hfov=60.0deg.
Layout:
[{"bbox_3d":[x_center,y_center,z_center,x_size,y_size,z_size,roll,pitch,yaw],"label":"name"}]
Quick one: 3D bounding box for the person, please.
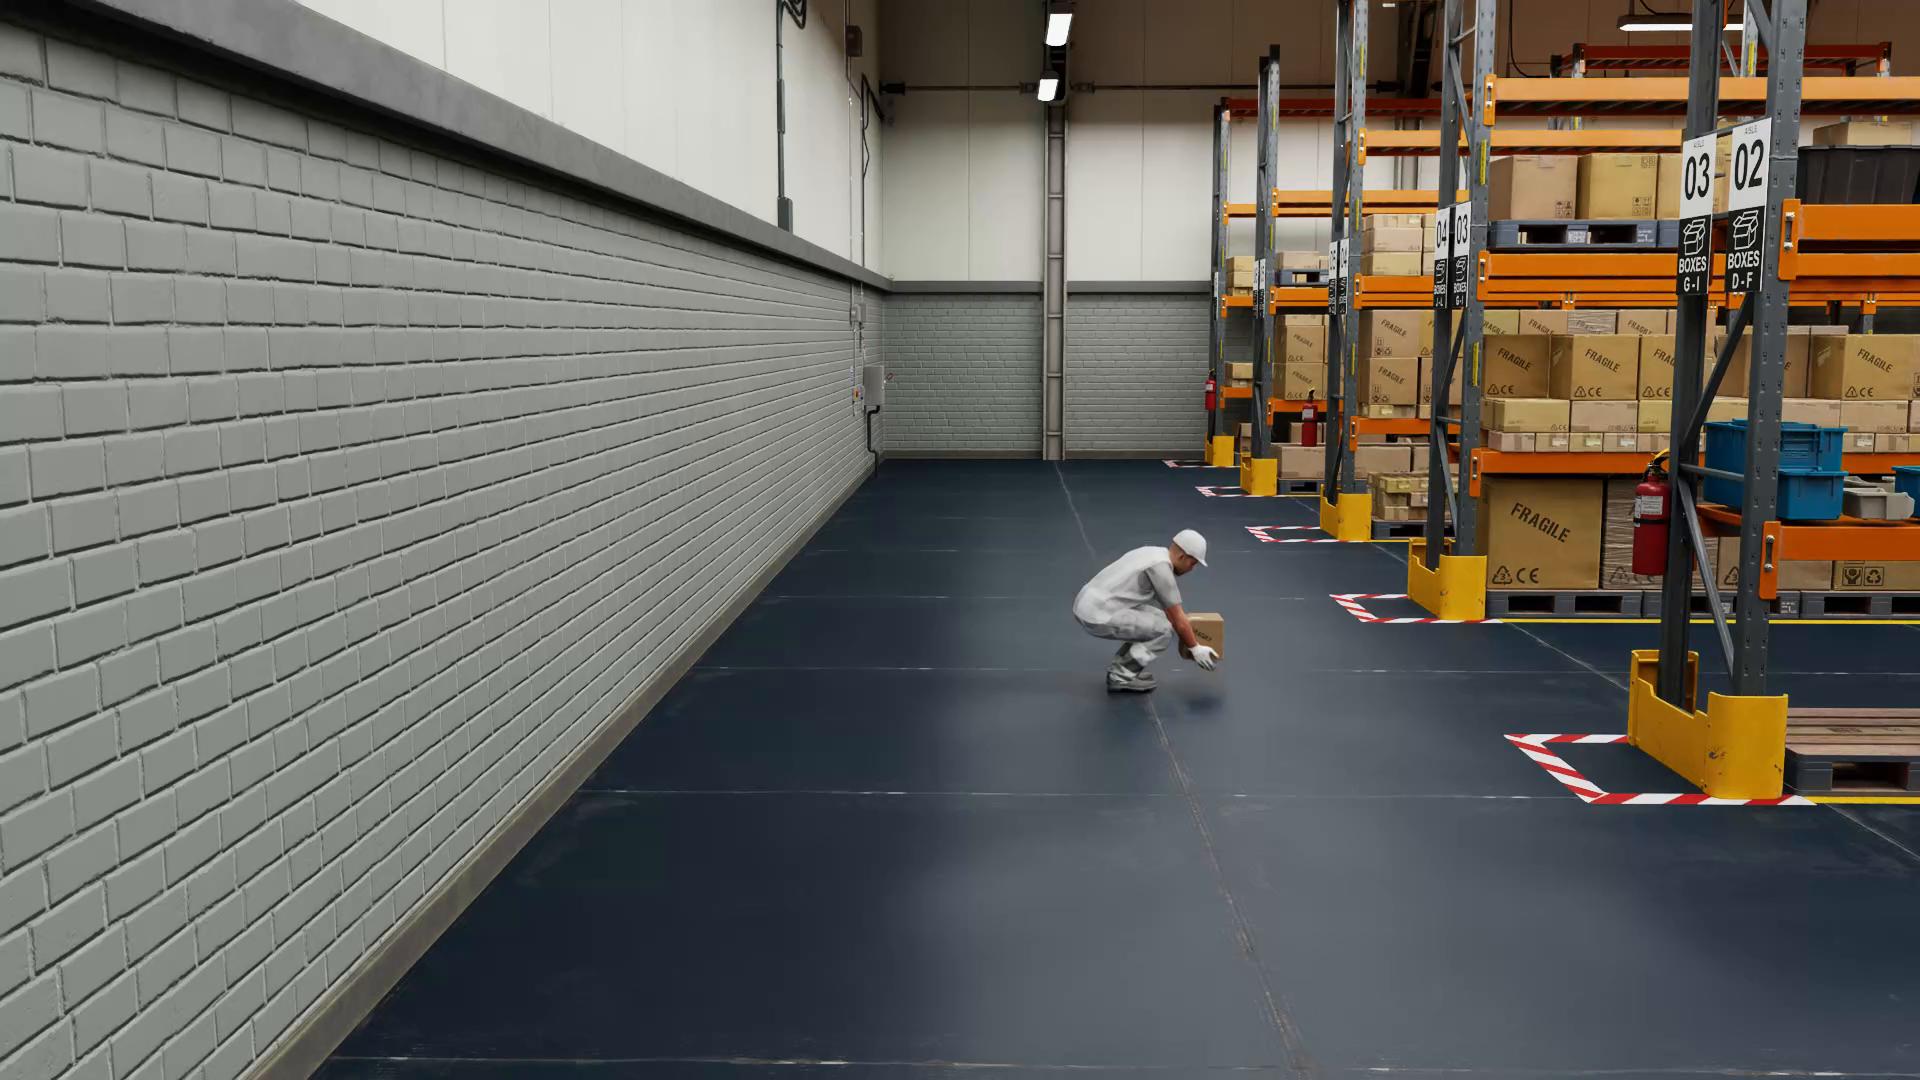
[{"bbox_3d":[1.156,0.434,10.432,0.895,0.993,0.560,0,7,1],"label":"person"}]
